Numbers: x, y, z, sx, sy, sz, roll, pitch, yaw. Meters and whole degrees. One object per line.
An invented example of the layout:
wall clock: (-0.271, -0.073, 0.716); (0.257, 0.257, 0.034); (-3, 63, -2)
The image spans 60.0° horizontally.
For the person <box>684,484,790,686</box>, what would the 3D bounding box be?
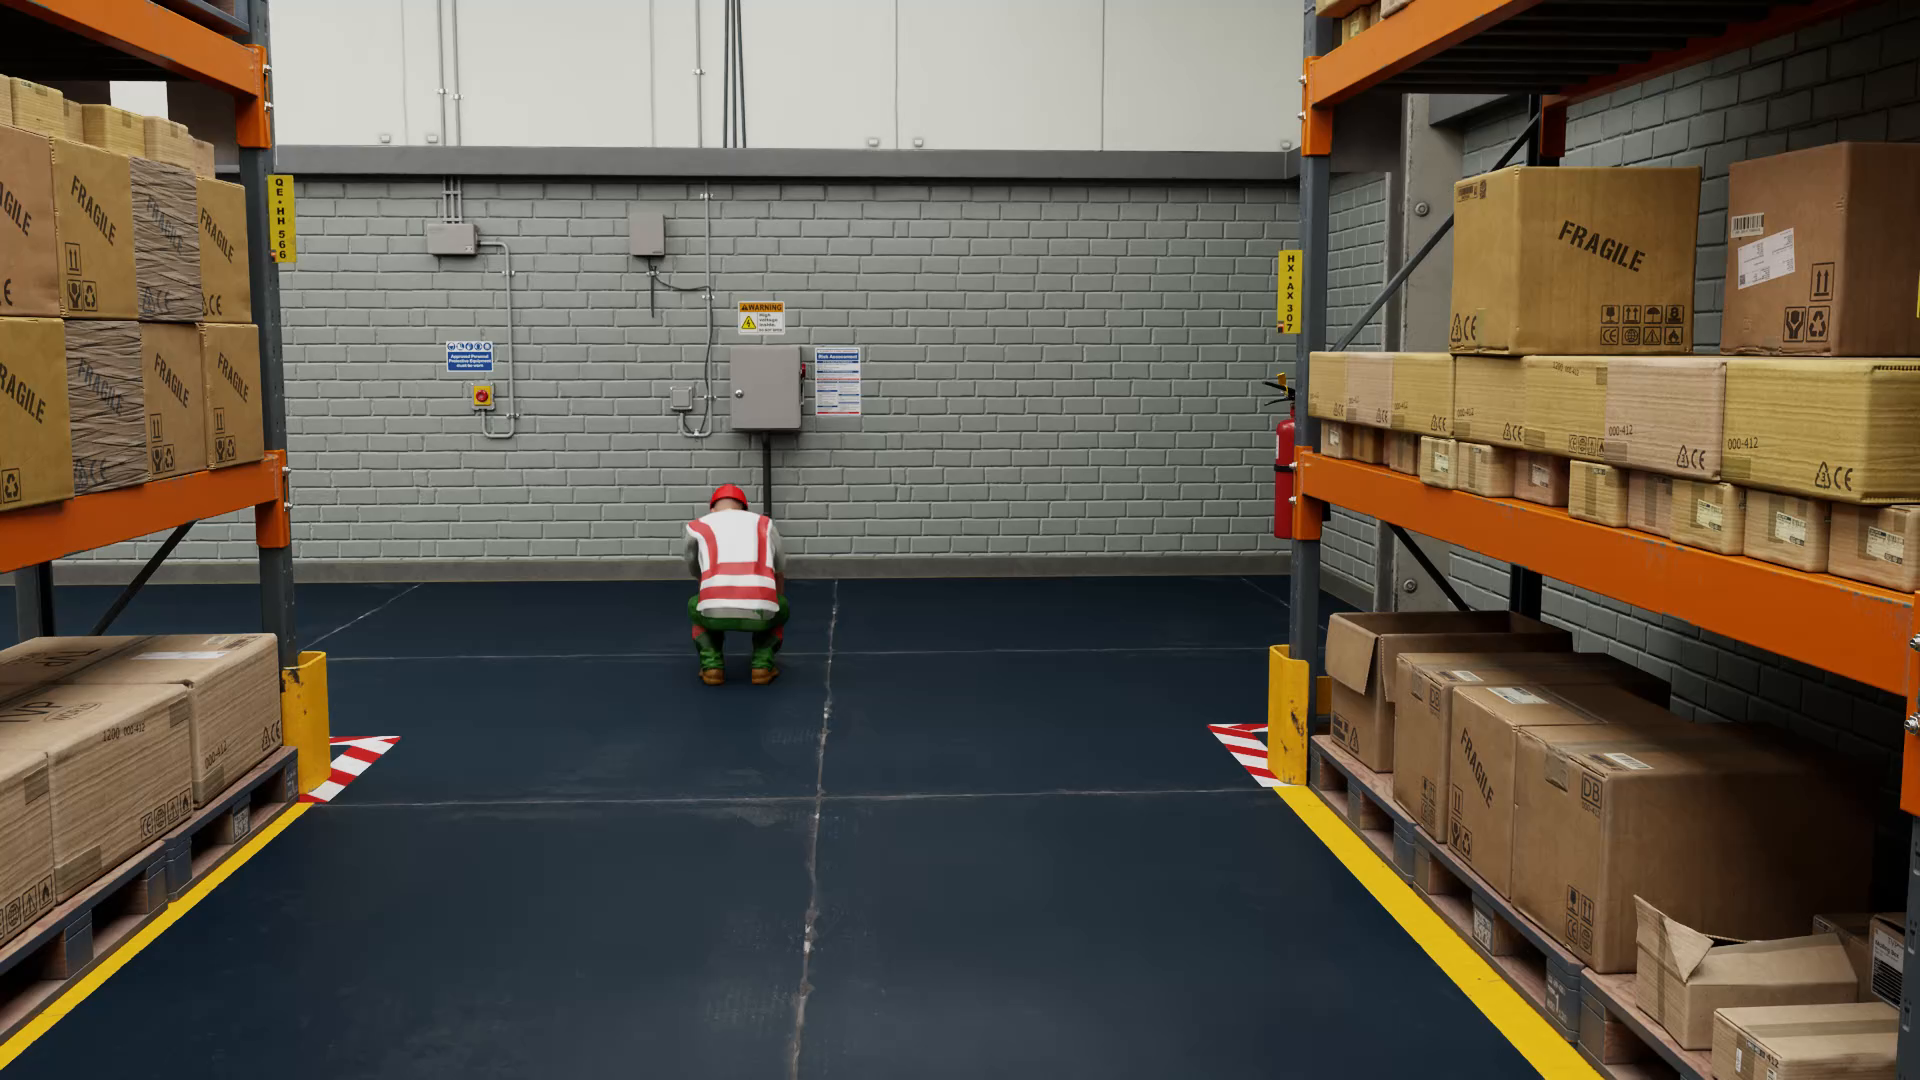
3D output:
person: (-1.170, 0.221, 8.700); (0.551, 0.992, 0.885); (-1, 7, -4)
